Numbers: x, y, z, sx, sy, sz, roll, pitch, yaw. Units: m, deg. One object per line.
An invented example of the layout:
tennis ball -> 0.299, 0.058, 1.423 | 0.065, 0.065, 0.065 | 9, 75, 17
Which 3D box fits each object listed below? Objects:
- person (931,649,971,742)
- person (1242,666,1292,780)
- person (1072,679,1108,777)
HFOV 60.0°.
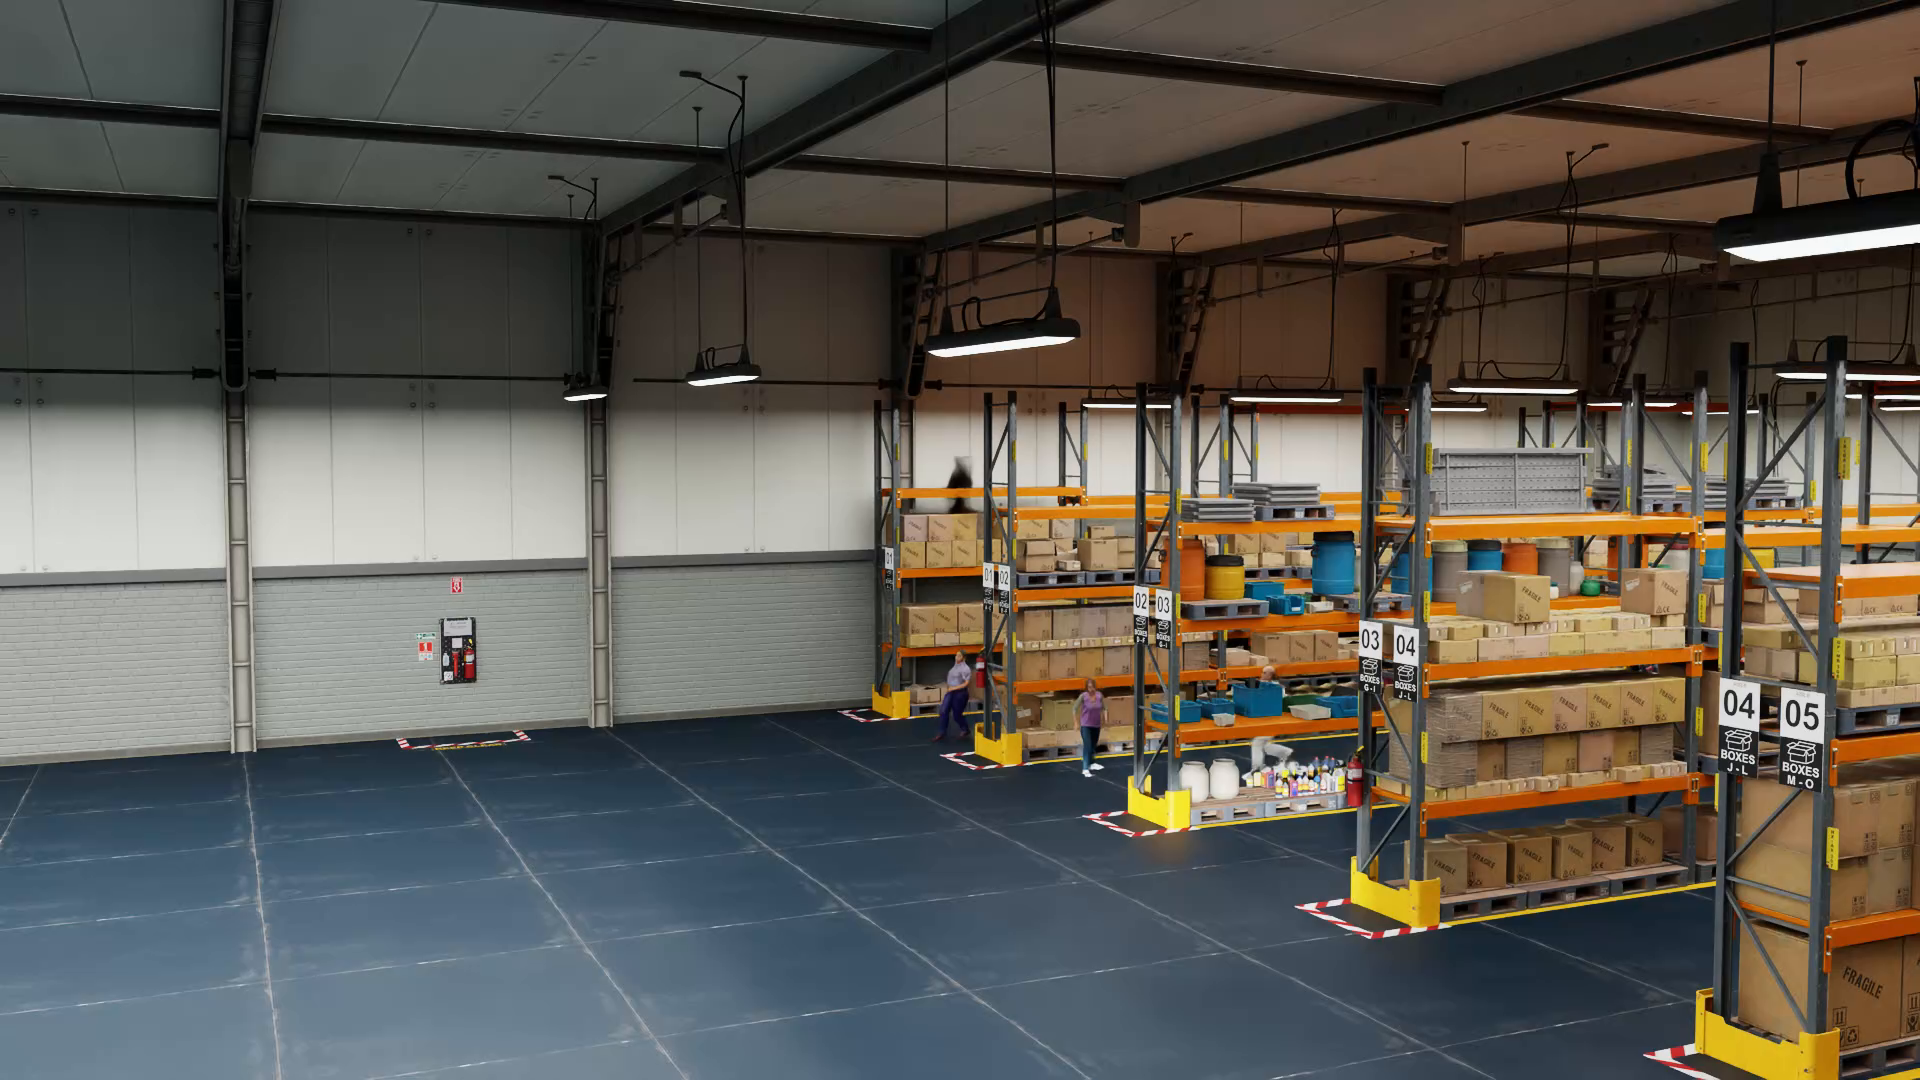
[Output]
person -> -0.042, 2.679, 28.616 | 0.741, 1.617, 0.656 | -2, 4, -36
person -> 4.766, 2.813, 25.565 | 0.858, 1.759, 0.723 | -1, 3, -14
person -> 2.063, 2.898, 25.906 | 0.603, 1.533, 0.780 | -1, 4, -23
